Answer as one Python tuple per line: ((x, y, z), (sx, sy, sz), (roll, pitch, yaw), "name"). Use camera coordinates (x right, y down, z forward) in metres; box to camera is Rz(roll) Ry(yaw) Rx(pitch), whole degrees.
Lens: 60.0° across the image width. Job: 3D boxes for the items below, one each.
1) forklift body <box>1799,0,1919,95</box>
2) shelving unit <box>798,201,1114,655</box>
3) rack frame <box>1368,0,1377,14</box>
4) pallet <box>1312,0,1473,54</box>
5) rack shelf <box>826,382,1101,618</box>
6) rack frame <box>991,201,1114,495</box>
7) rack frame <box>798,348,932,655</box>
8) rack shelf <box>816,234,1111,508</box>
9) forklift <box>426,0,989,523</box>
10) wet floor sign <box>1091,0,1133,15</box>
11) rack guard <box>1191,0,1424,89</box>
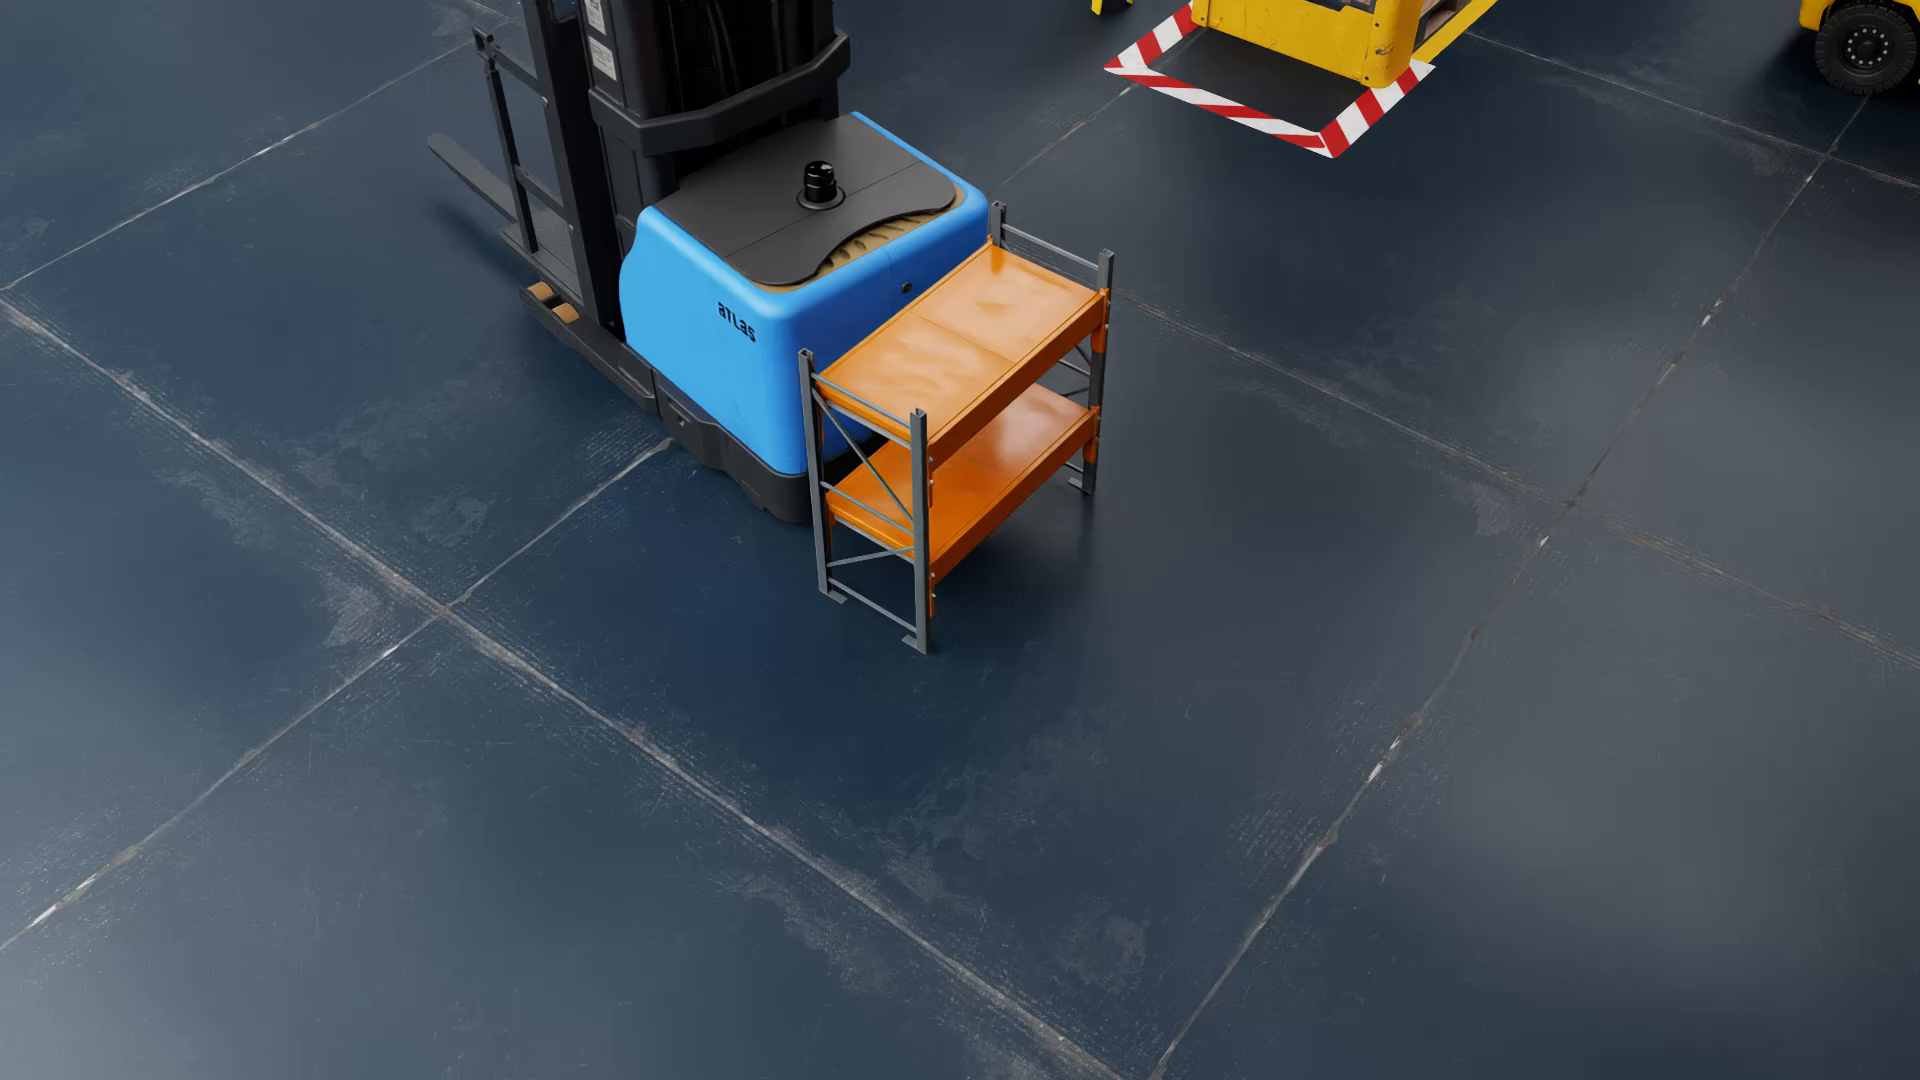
((5.380, -3.026, 7.653), (2.313, 2.155, 1.214), (29, 53, 25), "forklift body")
((0.004, -0.392, 5.846), (0.538, 1.125, 1.048), (29, 53, 25), "shelving unit")
((1.734, -3.619, 7.633), (1.000, 3.000, 0.127), (29, 53, 25), "rack frame")
((2.306, -3.149, 9.112), (1.003, 0.211, 1.213), (29, 53, 25), "pallet")
((0.005, -0.223, 6.023), (0.538, 0.278, 1.000), (29, 53, 25), "rack shelf")
((0.316, -0.683, 6.124), (0.500, 1.125, 0.032), (29, 53, 25), "rack frame")
((-0.307, -0.102, 5.569), (0.500, 1.125, 0.032), (29, 53, 25), "rack frame")
((0.004, -0.594, 5.635), (0.538, 0.278, 1.000), (29, 53, 25), "rack shelf")
((-1.231, -2.064, 6.195), (1.130, 2.935, 3.031), (-33, 54, -27), "forklift")
((0.771, -3.171, 8.832), (0.232, 0.644, 0.267), (-25, 51, -22), "wet floor sign")
((1.781, -2.800, 8.579), (1.175, 0.500, 0.348), (29, 53, 25), "rack guard")
